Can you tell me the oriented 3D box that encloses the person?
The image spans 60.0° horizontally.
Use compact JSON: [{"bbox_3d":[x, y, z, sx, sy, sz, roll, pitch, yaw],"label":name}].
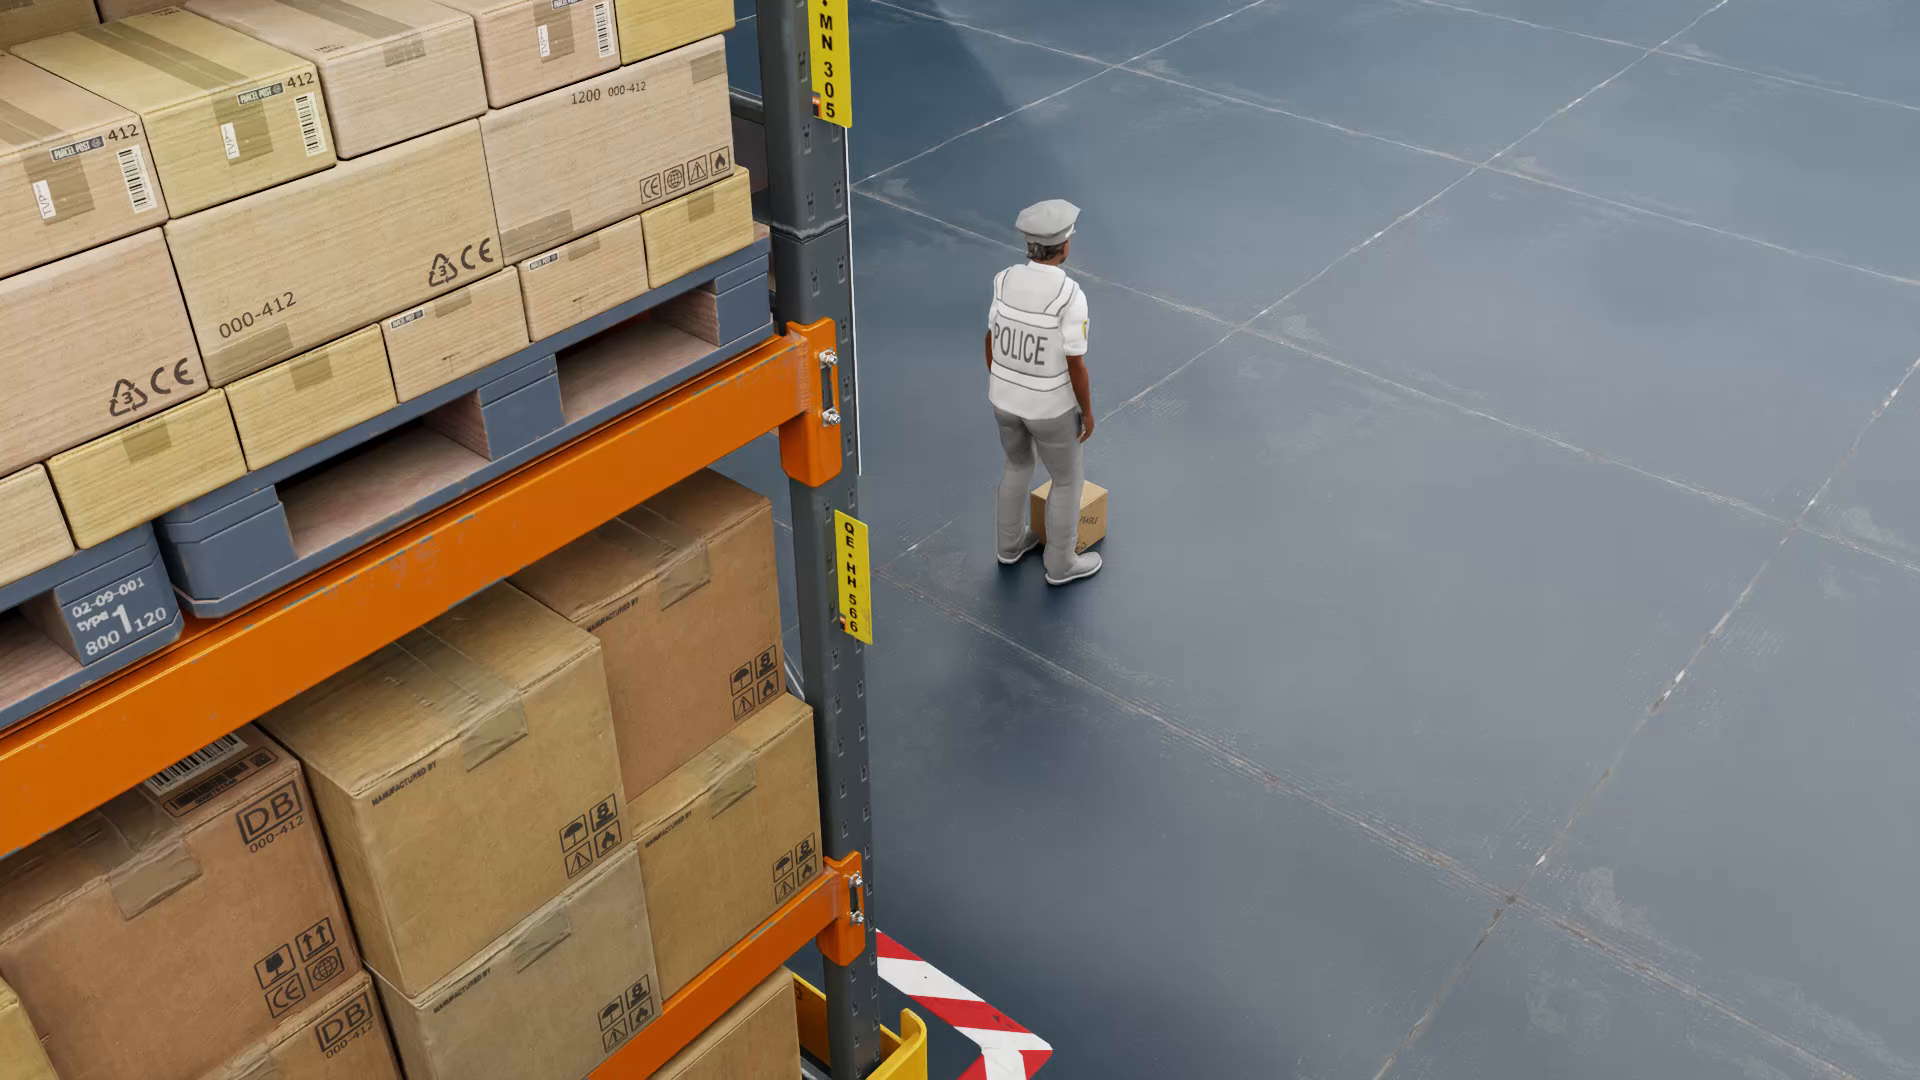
[{"bbox_3d":[0.349,-0.586,6.975,0.527,1.659,0.394,24,42,30],"label":"person"}]
